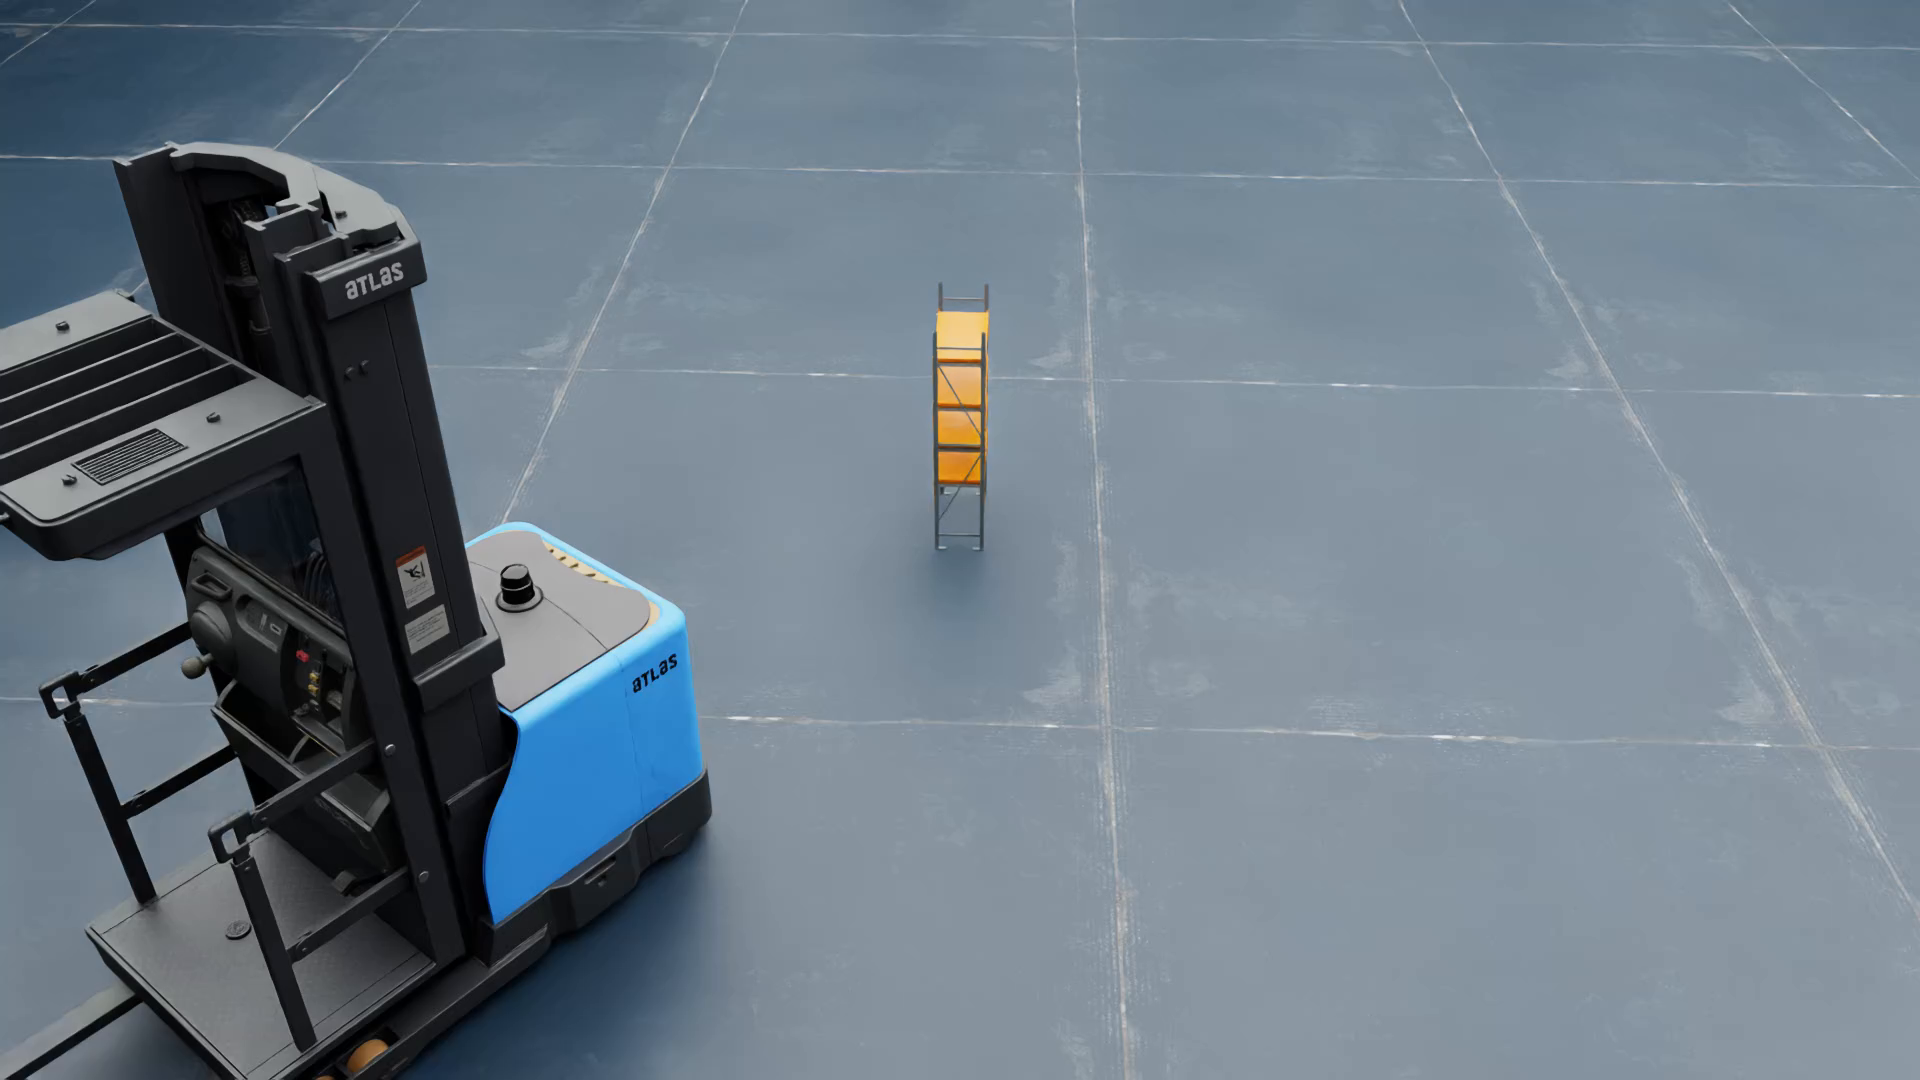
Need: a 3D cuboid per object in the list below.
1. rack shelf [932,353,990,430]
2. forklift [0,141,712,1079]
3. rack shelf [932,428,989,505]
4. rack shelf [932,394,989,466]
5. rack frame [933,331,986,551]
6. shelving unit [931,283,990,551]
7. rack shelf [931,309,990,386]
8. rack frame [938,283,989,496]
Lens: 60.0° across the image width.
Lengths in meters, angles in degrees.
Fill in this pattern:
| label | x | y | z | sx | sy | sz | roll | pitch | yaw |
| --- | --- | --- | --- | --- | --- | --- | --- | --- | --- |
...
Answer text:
| label | x | y | z | sx | sy | sz | roll | pitch | yaw |
| --- | --- | --- | --- | --- | --- | --- | --- | --- | --- |
| rack shelf | 0.007 | -0.714 | 7.950 | 0.258 | 0.148 | 0.480 | 1 | 35 | 2 |
| forklift | -2.305 | 0.414 | 5.113 | 1.130 | 2.935 | 3.031 | 25 | 42 | 31 |
| rack shelf | 0.007 | -0.368 | 8.193 | 0.258 | 0.148 | 0.480 | 1 | 35 | 2 |
| rack shelf | 0.007 | -0.531 | 8.079 | 0.258 | 0.148 | 0.480 | 1 | 35 | 2 |
| rack frame | -0.003 | -0.446 | 7.841 | 0.240 | 1.200 | 0.015 | 1 | 35 | 2 |
| shelving unit | 0.007 | -0.586 | 8.040 | 0.258 | 1.200 | 0.503 | 1 | 35 | 2 |
| rack shelf | 0.007 | -0.907 | 7.814 | 0.258 | 0.148 | 0.480 | 1 | 35 | 2 |
| rack frame | 0.016 | -0.726 | 8.240 | 0.240 | 1.200 | 0.015 | 1 | 35 | 2 |
